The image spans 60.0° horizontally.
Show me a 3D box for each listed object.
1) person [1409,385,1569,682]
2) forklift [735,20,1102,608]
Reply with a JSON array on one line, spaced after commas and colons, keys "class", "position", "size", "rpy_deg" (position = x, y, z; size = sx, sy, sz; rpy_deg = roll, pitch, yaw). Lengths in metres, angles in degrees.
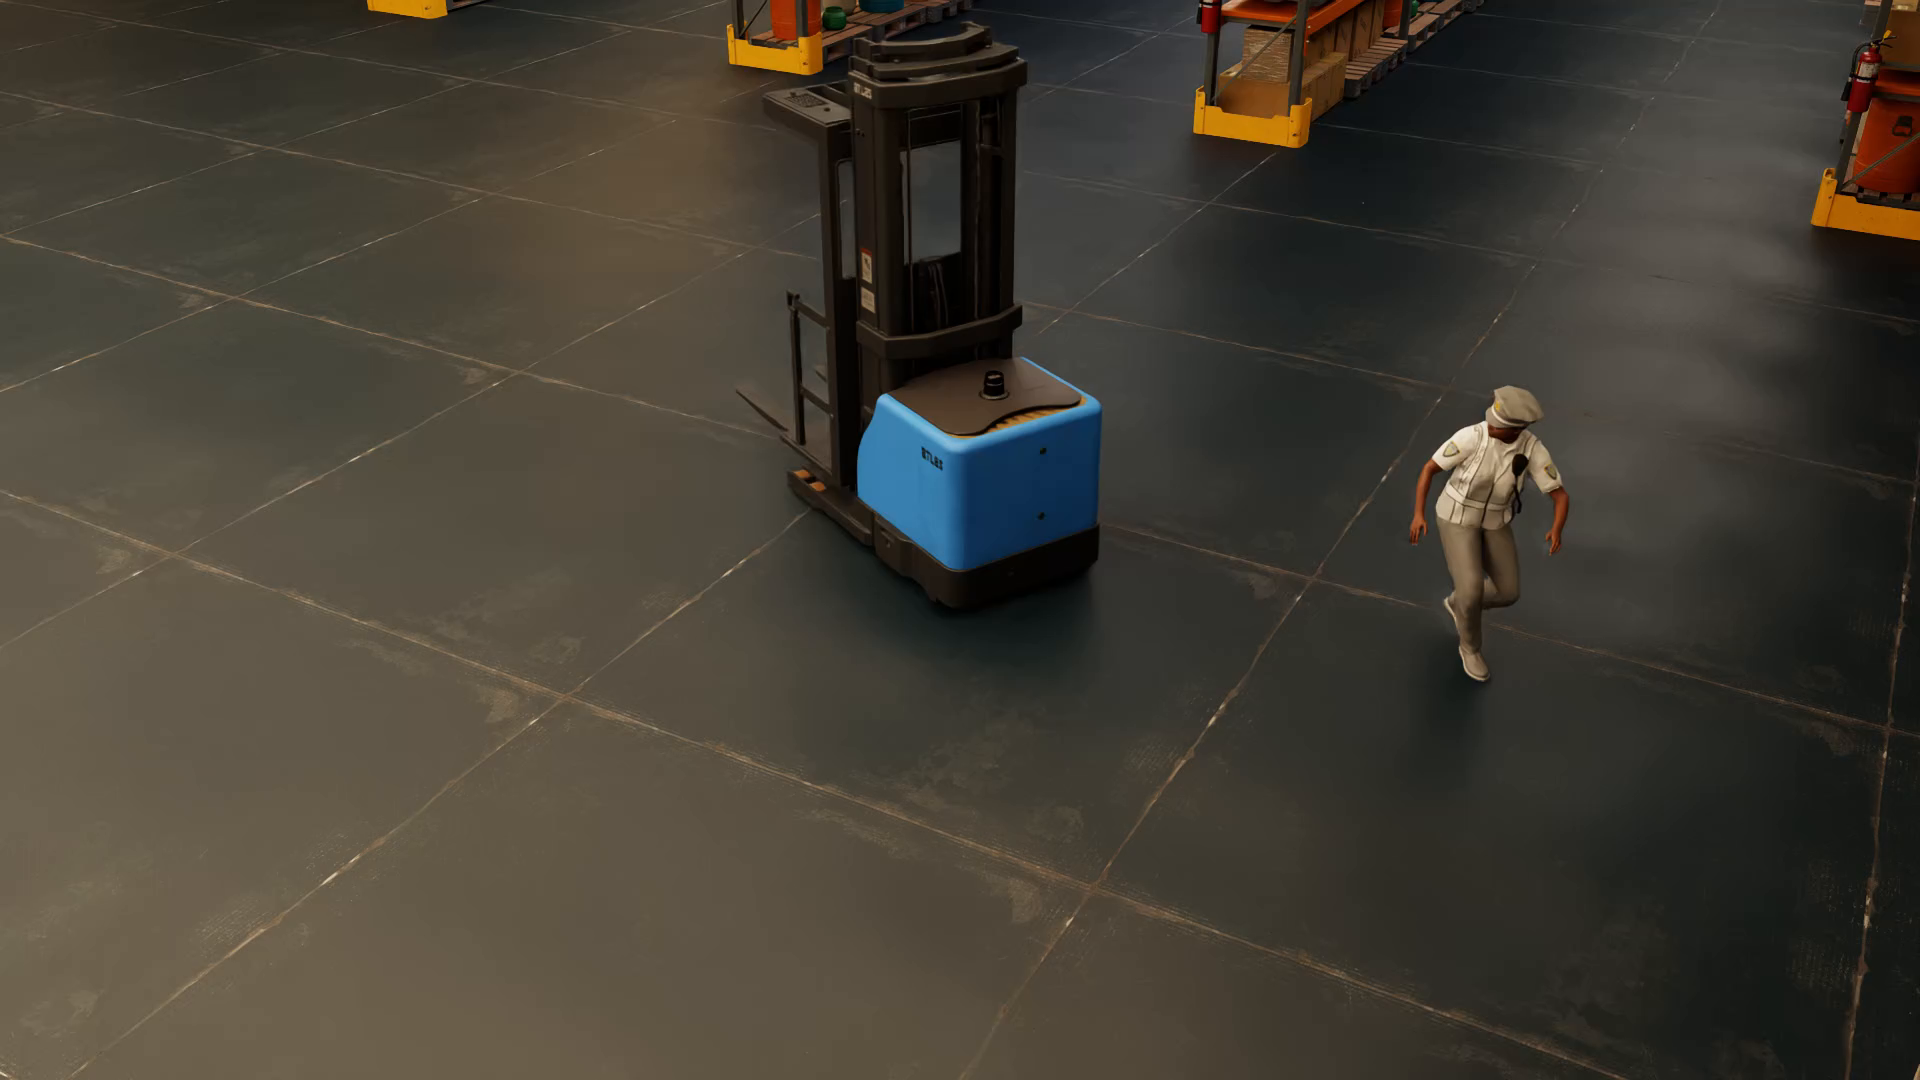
[{"class": "person", "position": [2.672, -0.027, 8.495], "size": [0.777, 1.558, 0.770], "rpy_deg": [-3, 30, -5]}, {"class": "forklift", "position": [-0.428, -1.583, 9.814], "size": [1.130, 2.935, 3.031], "rpy_deg": [-18, 35, -28]}]
